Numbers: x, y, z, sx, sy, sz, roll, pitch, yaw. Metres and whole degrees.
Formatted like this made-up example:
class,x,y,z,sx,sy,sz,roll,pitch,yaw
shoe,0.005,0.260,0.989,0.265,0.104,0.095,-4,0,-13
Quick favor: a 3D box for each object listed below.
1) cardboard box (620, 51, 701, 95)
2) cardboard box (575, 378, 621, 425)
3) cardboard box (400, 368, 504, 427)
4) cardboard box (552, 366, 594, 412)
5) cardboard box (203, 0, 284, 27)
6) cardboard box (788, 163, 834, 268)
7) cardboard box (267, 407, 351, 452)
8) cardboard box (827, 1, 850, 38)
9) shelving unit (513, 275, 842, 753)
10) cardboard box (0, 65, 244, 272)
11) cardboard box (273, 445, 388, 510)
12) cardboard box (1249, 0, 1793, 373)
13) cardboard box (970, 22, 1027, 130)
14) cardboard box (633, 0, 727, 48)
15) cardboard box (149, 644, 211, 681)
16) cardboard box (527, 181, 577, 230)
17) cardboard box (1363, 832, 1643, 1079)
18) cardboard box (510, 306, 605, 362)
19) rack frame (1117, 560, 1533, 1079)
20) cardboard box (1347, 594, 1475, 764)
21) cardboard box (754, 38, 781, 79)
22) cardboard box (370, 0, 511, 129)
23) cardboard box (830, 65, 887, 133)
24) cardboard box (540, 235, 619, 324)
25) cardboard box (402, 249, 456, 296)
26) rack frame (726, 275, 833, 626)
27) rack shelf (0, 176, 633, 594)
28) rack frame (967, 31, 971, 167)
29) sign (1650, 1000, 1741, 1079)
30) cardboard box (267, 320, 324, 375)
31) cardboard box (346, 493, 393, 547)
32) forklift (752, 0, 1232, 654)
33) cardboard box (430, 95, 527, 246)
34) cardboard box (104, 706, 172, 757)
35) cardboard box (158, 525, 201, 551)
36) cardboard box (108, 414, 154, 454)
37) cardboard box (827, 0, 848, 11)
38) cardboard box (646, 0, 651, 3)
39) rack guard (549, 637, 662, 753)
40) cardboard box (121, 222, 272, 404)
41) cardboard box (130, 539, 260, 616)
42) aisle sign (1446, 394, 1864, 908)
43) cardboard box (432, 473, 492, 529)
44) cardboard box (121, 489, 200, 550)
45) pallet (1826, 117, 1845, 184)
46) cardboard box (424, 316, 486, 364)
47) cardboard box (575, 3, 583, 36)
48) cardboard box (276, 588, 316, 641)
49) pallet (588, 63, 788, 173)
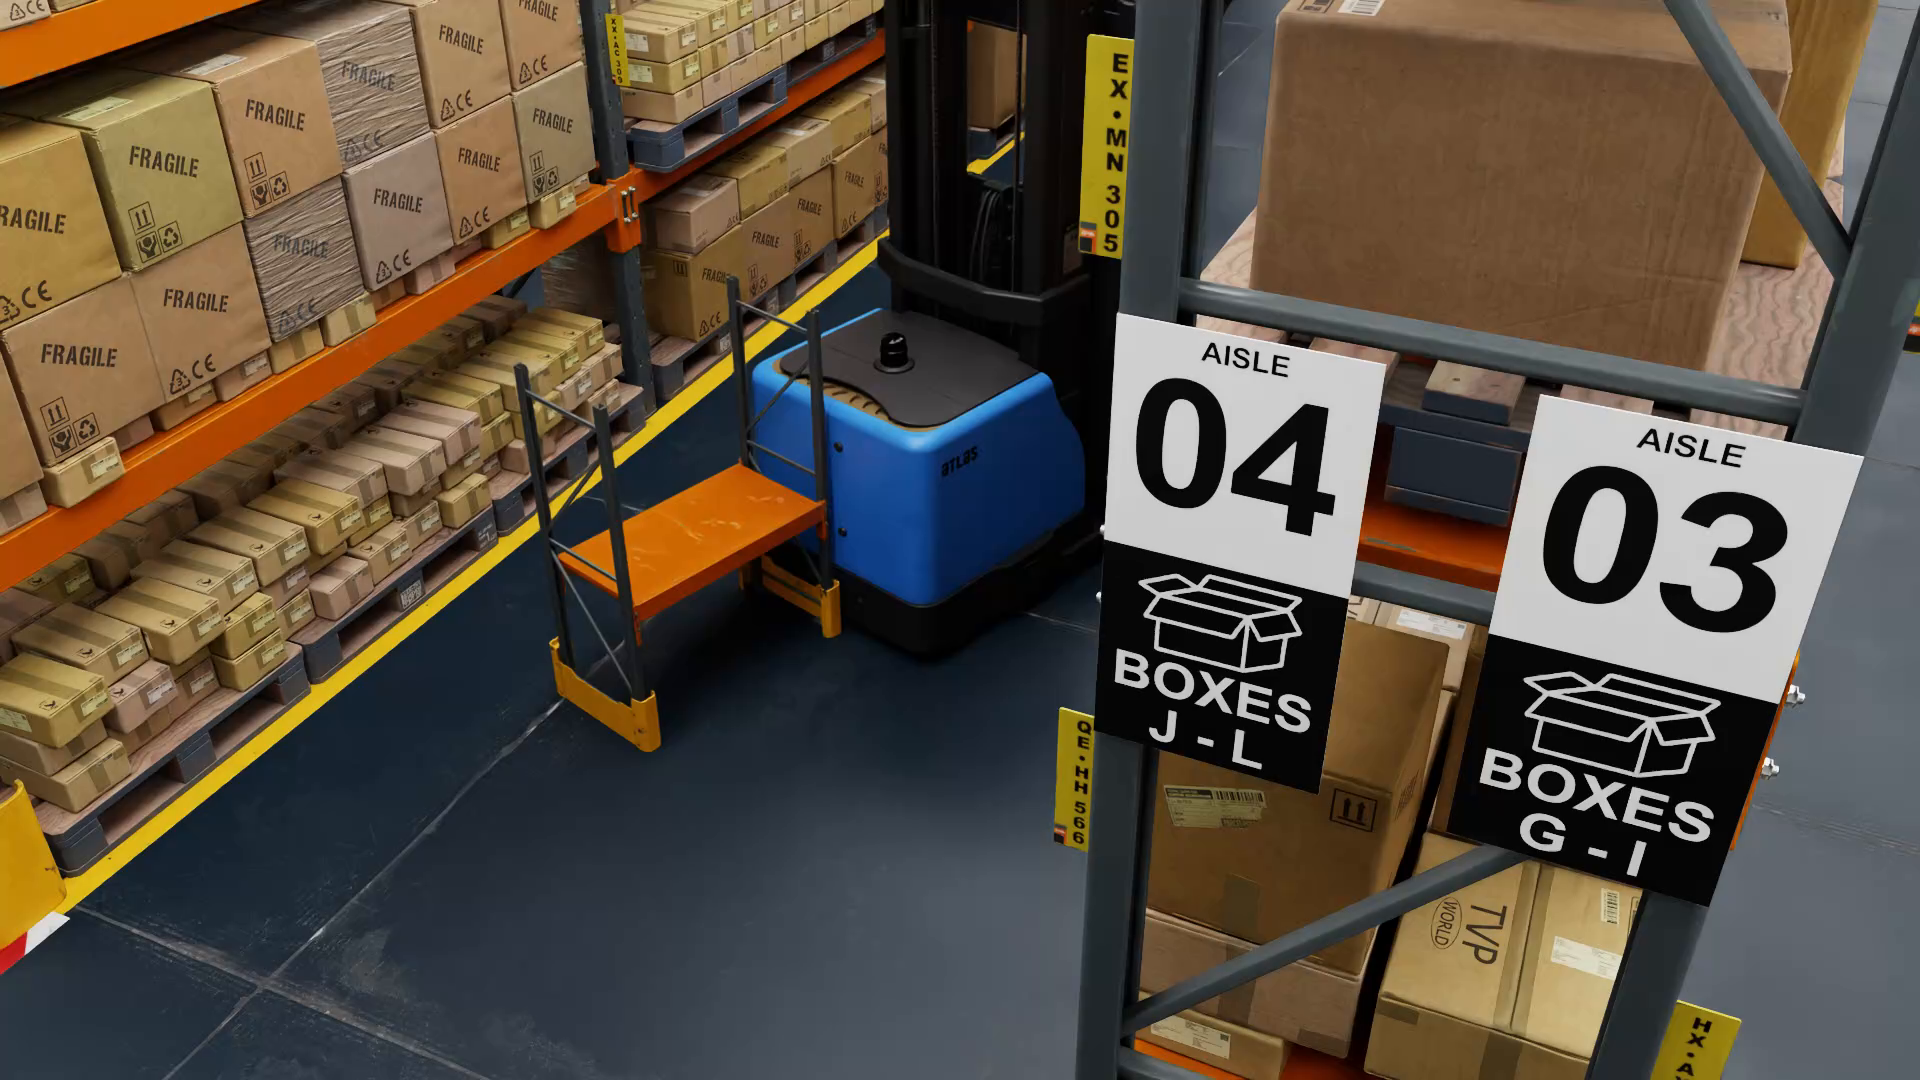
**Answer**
class,x,y,z,sx,sy,sz,roll,pitch,yaw
cardboard box,-1.495,-2.303,8.102,0.380,0.149,0.250,15,36,21
cardboard box,-1.932,-0.727,8.341,0.380,0.149,0.250,15,36,21
cardboard box,-2.338,-0.639,7.664,0.380,0.149,0.250,15,36,22
cardboard box,-2.023,-0.758,8.116,0.380,0.149,0.250,12,35,18
cardboard box,-2.930,-1.927,6.680,0.500,0.500,0.500,15,36,21
cardboard box,-1.101,-1.983,9.935,0.500,0.500,0.500,15,36,21
cardboard box,-2.948,-0.467,7.401,0.380,0.149,0.250,13,35,19
cardboard box,-0.845,-2.955,9.367,0.380,0.149,0.250,13,35,18
shelving unit,-1.077,-0.121,6.566,0.587,1.500,1.083,26,41,34
cardboard box,-2.879,-1.279,5.691,0.500,0.500,0.500,13,36,19
cardboard box,-2.673,-0.248,7.067,0.380,0.149,0.250,14,36,21
cardboard box,0.880,-0.622,2.662,0.700,0.500,0.500,12,35,18
cardboard box,-0.068,-3.527,12.062,1.050,0.750,0.750,14,36,20
cardboard box,-1.384,-2.568,8.234,0.380,0.149,0.250,15,36,22
cardboard box,-3.111,0.399,6.351,0.380,0.149,0.250,15,36,21
cardboard box,-1.993,-1.563,7.627,0.380,0.149,0.250,13,36,19
cardboard box,1.158,0.924,3.471,0.500,0.250,0.500,13,36,19
cardboard box,-1.990,-1.013,8.233,0.380,0.149,0.250,15,36,22
rack frame,0.708,1.162,3.242,0.949,2.616,0.053,14,36,20
cardboard box,1.099,0.293,4.433,0.500,0.250,0.500,13,35,19
cardboard box,-1.170,-2.567,8.775,0.380,0.149,0.250,15,36,21
cardboard box,-2.240,-2.047,6.862,0.500,0.500,0.500,13,35,19
cardboard box,-0.654,-2.799,10.495,0.500,0.250,0.500,15,36,21
cardboard box,-1.997,-1.574,9.312,0.500,0.500,0.500,13,36,20
cardboard box,-2.376,-1.179,7.041,0.380,0.149,0.250,13,35,18
rack frame,-0.733,-0.333,6.890,0.500,1.500,0.032,26,41,34
rack shelf,-2.914,-0.721,6.769,1.077,0.370,4.000,14,36,20
rack frame,-0.404,-4.010,11.129,1.000,3.000,0.127,14,36,20
sign,1.213,0.898,2.783,0.100,0.325,0.005,14,36,20
cardboard box,-2.712,-0.795,6.456,0.380,0.149,0.250,16,36,22
cardboard box,-2.682,-0.134,7.165,0.380,0.149,0.250,16,36,23
forklift,0.471,-1.480,7.334,1.130,2.935,3.031,26,41,34
cardboard box,-2.242,-1.620,7.122,0.500,0.500,0.500,13,35,19
cardboard box,-3.206,0.655,6.233,0.380,0.149,0.250,14,36,20
cardboard box,-3.369,0.018,6.932,0.380,0.149,0.250,15,36,21
cardboard box,-3.104,-0.425,5.892,0.380,0.149,0.250,16,36,23
cardboard box,-0.843,-3.082,9.290,0.380,0.149,0.250,13,36,20
cardboard box,-1.756,-2.975,8.854,0.380,0.149,0.250,14,36,20
rack guard,-1.408,0.606,6.598,0.587,0.250,0.087,26,41,34
cardboard box,-2.895,-0.865,5.971,0.500,0.500,0.500,15,36,21
cardboard box,-2.967,0.156,6.451,0.380,0.149,0.250,12,35,18
aisle sign,0.954,0.180,2.368,0.394,0.787,0.004,14,36,20
cardboard box,-2.365,-0.212,7.555,0.380,0.149,0.250,14,36,20
cardboard box,-3.382,-0.110,6.857,0.380,0.149,0.250,16,36,22
pallet,1.521,-1.036,3.940,1.003,0.211,1.213,14,36,20
cardboard box,-2.579,-1.002,8.217,0.380,0.149,0.250,16,36,23
cardboard box,-2.087,-2.581,8.255,0.380,0.149,0.250,16,36,23
cardboard box,-2.882,0.278,6.807,0.380,0.149,0.250,14,36,21
pallet,-1.626,-2.285,8.673,1.003,0.211,1.213,14,36,20
